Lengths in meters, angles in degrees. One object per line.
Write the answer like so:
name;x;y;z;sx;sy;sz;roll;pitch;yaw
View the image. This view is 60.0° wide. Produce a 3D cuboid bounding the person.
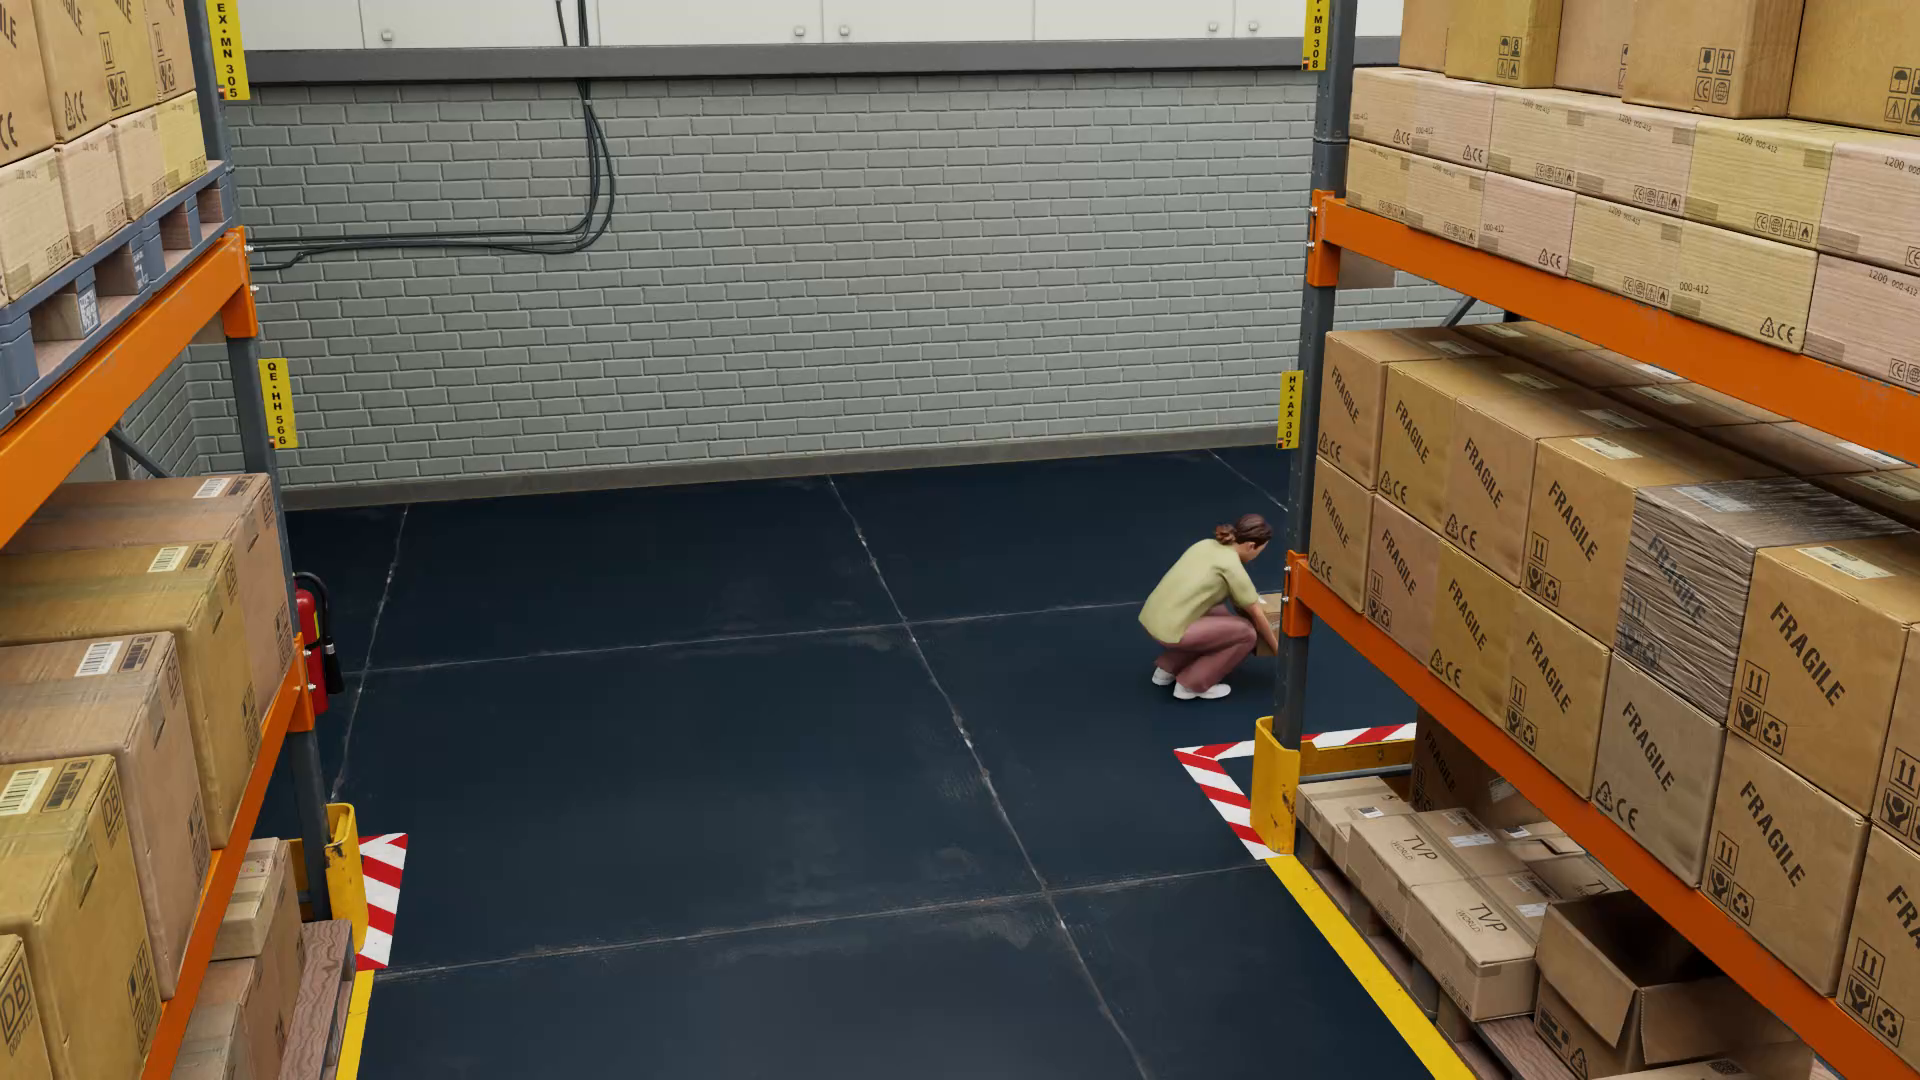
person;1.337;0.341;8.728;0.807;0.940;0.467;-5;20;-13
